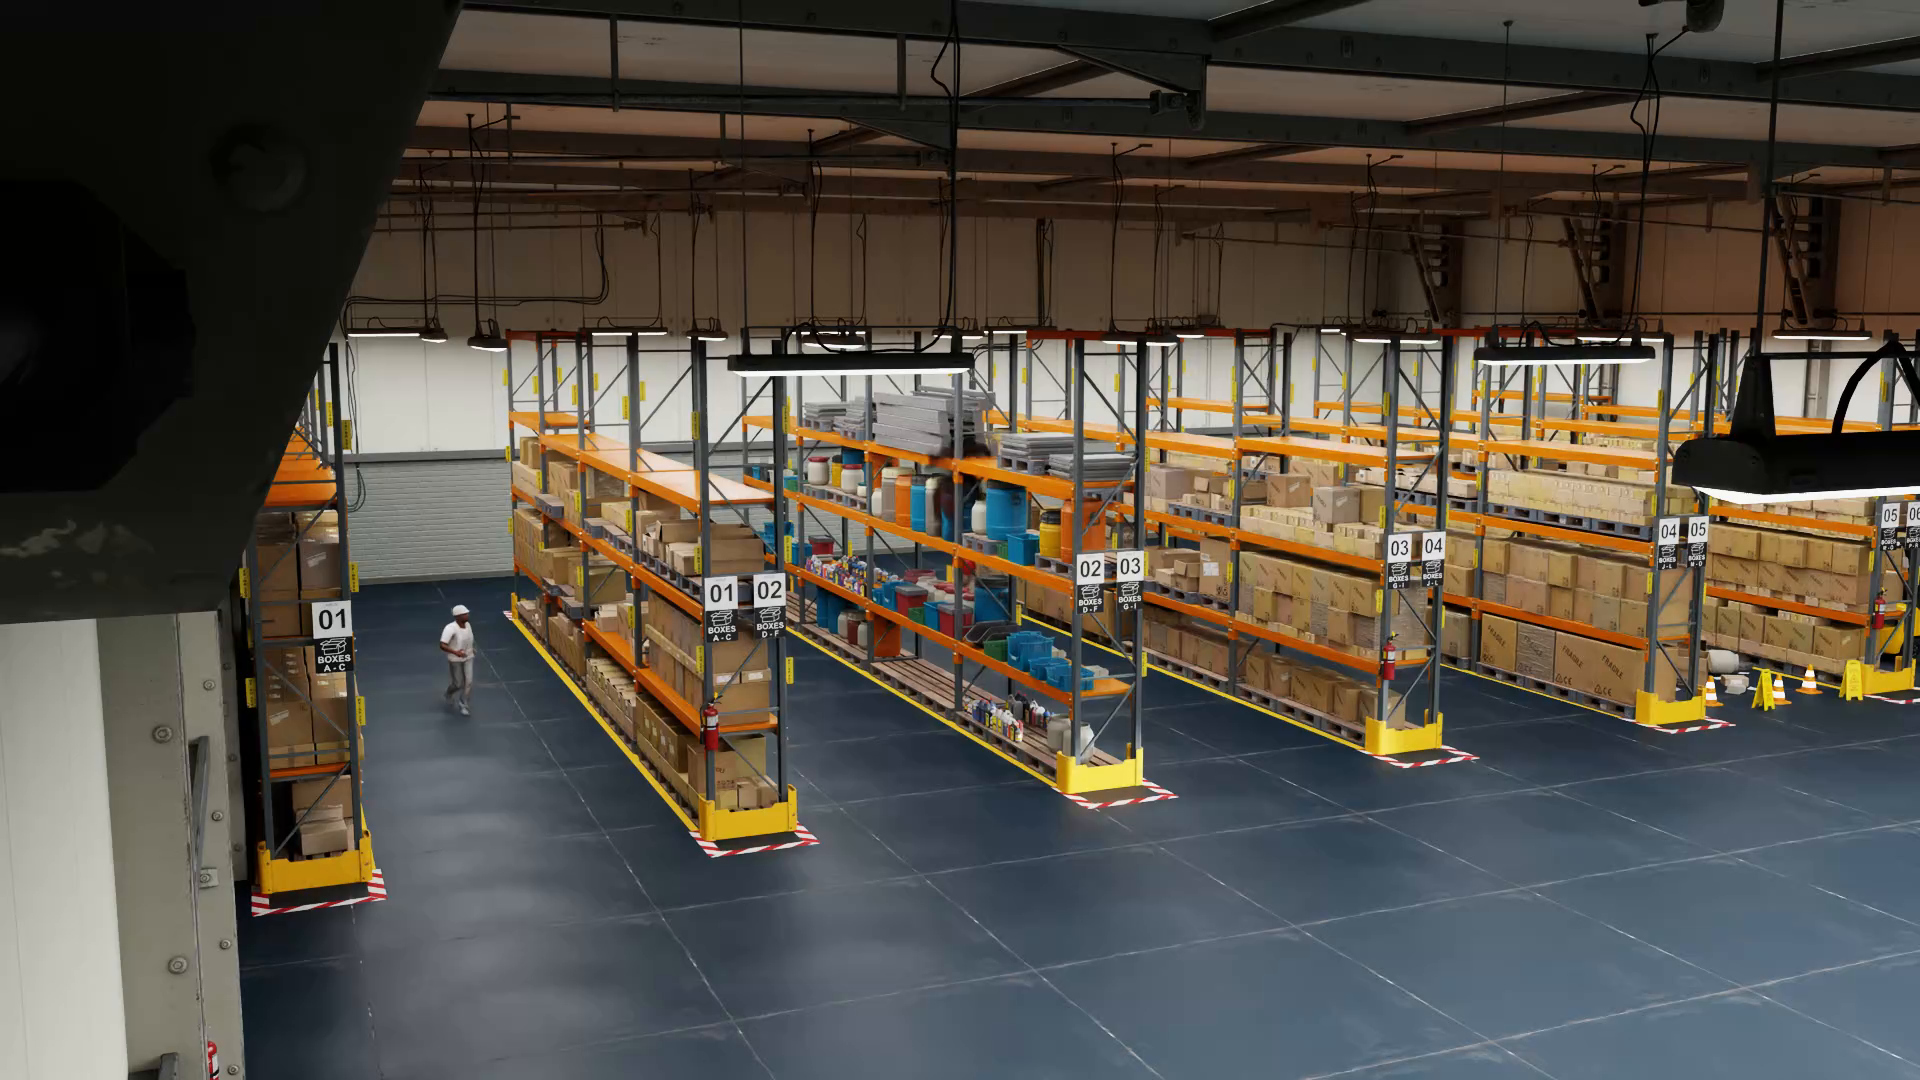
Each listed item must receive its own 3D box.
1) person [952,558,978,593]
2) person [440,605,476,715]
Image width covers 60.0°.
[{"bbox_3d":[0.134,0.808,34.480,0.630,1.673,1.060,-3,8,-23],"label":"person"},{"bbox_3d":[-8.011,1.890,26.445,0.639,1.736,0.741,-7,10,-41],"label":"person"}]
